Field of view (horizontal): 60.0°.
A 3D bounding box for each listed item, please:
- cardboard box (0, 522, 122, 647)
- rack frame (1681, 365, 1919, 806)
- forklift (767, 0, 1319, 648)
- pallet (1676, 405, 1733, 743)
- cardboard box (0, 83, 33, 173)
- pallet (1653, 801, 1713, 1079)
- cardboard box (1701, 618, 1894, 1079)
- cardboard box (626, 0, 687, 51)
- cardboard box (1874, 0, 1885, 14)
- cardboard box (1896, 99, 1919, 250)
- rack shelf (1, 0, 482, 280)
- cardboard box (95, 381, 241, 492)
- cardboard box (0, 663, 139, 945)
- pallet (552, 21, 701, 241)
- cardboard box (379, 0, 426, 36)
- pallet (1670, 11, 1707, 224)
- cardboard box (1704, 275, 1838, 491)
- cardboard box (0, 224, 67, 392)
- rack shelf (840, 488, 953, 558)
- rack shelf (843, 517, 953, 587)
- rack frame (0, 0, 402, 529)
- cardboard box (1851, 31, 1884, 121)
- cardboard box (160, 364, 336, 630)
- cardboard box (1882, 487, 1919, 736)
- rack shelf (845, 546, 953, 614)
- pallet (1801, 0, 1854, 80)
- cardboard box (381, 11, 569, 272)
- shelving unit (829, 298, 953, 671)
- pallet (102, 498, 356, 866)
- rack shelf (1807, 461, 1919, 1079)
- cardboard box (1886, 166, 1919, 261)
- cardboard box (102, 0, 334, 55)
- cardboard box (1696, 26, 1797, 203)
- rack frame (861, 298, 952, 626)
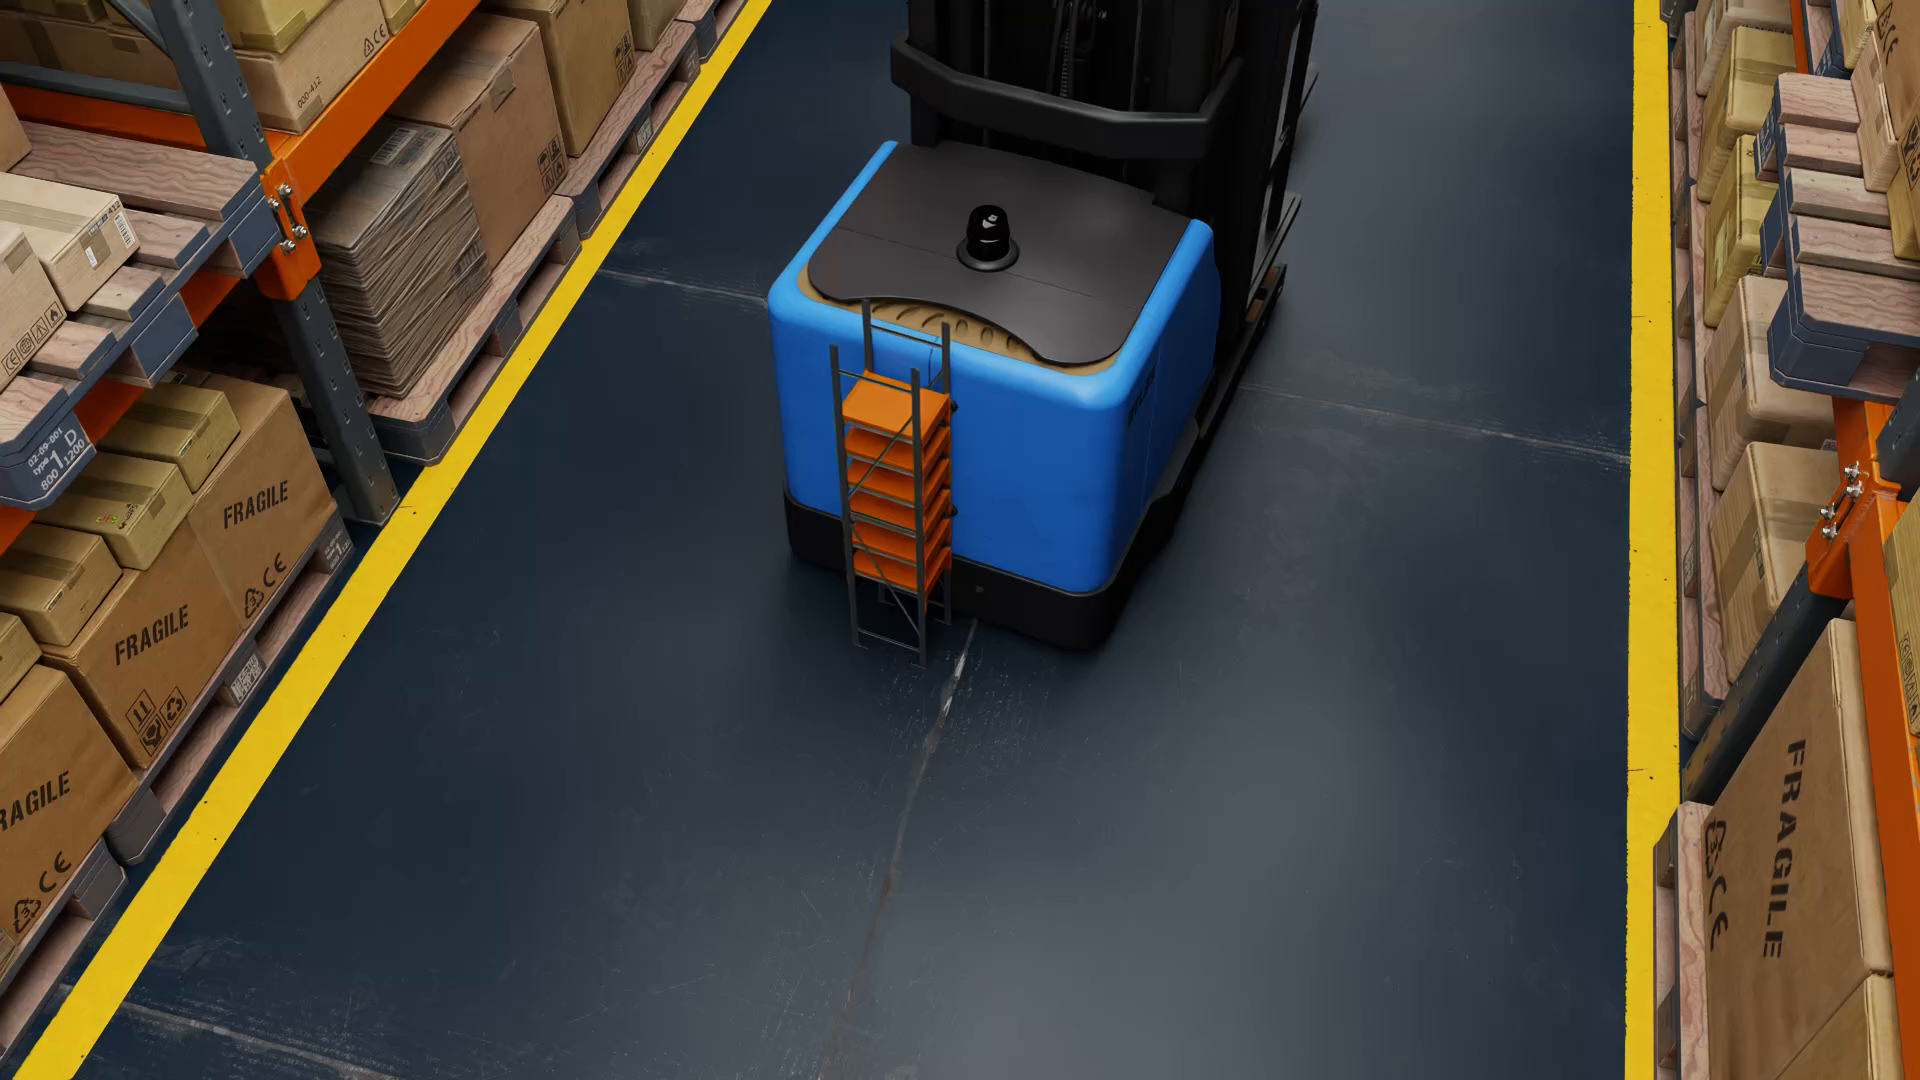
[{"bbox_3d":[-2.337,0.093,4.121,0.380,0.149,0.250,10,49,9],"label":"cardboard box"},{"bbox_3d":[2.492,-0.196,3.422,1.000,3.000,0.127,12,50,10],"label":"rack frame"},{"bbox_3d":[0.517,-1.777,4.864,1.130,2.935,3.031,18,51,15],"label":"forklift"},{"bbox_3d":[2.699,0.162,4.966,1.003,0.211,1.213,12,50,10],"label":"pallet"},{"bbox_3d":[-2.584,-1.003,3.788,0.500,0.500,0.500,14,50,12],"label":"cardboard box"},{"bbox_3d":[2.212,1.282,3.978,1.003,0.211,1.213,12,50,10],"label":"pallet"},{"bbox_3d":[2.230,0.851,3.635,0.875,0.875,0.875,11,50,10],"label":"cardboard box"},{"bbox_3d":[-1.583,-2.480,6.742,0.875,0.625,0.625,11,50,10],"label":"cardboard box"},{"bbox_3d":[2.601,-1.591,4.109,0.500,0.500,0.500,9,49,7],"label":"cardboard box"},{"bbox_3d":[2.343,-0.850,3.454,0.500,0.500,0.500,10,49,9],"label":"cardboard box"},{"bbox_3d":[-1.771,-2.381,5.831,1.077,0.370,4.000,12,50,10],"label":"rack shelf"},{"bbox_3d":[-2.183,-0.292,4.461,0.380,0.149,0.250,9,49,8],"label":"cardboard box"},{"bbox_3d":[-2.479,0.603,4.104,0.500,0.500,0.500,14,50,12],"label":"cardboard box"},{"bbox_3d":[-1.720,-1.717,6.625,1.003,0.211,1.213,12,50,10],"label":"pallet"},{"bbox_3d":[-1.808,-1.759,4.901,0.500,0.250,0.500,11,49,9],"label":"cardboard box"},{"bbox_3d":[3.341,-1.603,6.524,1.003,0.211,1.213,12,50,10],"label":"pallet"},{"bbox_3d":[2.837,-0.407,5.081,0.950,0.372,0.625,11,49,9],"label":"cardboard box"},{"bbox_3d":[-2.263,-0.435,3.453,0.500,0.250,0.500,9,49,8],"label":"cardboard box"},{"bbox_3d":[-0.173,-0.082,4.581,0.258,0.103,0.180,18,51,15],"label":"rack shelf"},{"bbox_3d":[-0.173,-0.002,4.671,0.258,0.103,0.180,18,51,15],"label":"rack shelf"},{"bbox_3d":[-2.298,-1.173,4.284,1.000,3.000,0.127,12,50,10],"label":"rack frame"},{"bbox_3d":[2.449,-1.115,4.121,0.380,0.149,0.250,9,49,8],"label":"cardboard box"},{"bbox_3d":[-2.202,-0.136,4.757,0.500,0.500,0.500,13,50,11],"label":"cardboard box"},{"bbox_3d":[2.120,0.158,3.210,0.500,0.250,0.500,11,49,9],"label":"cardboard box"},{"bbox_3d":[-0.173,0.077,4.761,0.258,0.103,0.180,18,51,15],"label":"rack shelf"},{"bbox_3d":[2.973,-1.572,4.765,1.003,0.211,1.213,12,50,10],"label":"pallet"},{"bbox_3d":[-1.956,-1.448,5.832,0.875,0.625,0.625,13,50,11],"label":"cardboard box"},{"bbox_3d":[-0.173,-0.111,4.548,0.258,1.200,0.189,18,51,15],"label":"shelving unit"},{"bbox_3d":[-2.531,0.283,4.860,1.003,0.211,1.213,12,50,10],"label":"pallet"},{"bbox_3d":[1.966,1.489,2.415,1.077,0.370,4.000,12,50,10],"label":"rack shelf"},{"bbox_3d":[2.352,-0.743,3.793,0.380,0.149,0.250,12,50,11],"label":"cardboard box"},{"bbox_3d":[-1.921,-1.556,4.389,0.500,0.250,0.500,12,50,10],"label":"cardboard box"},{"bbox_3d":[3.223,-1.458,6.009,0.950,0.372,0.625,14,50,12],"label":"cardboard box"},{"bbox_3d":[-0.137,-0.174,4.604,0.240,1.200,0.006,18,51,15],"label":"rack frame"}]
